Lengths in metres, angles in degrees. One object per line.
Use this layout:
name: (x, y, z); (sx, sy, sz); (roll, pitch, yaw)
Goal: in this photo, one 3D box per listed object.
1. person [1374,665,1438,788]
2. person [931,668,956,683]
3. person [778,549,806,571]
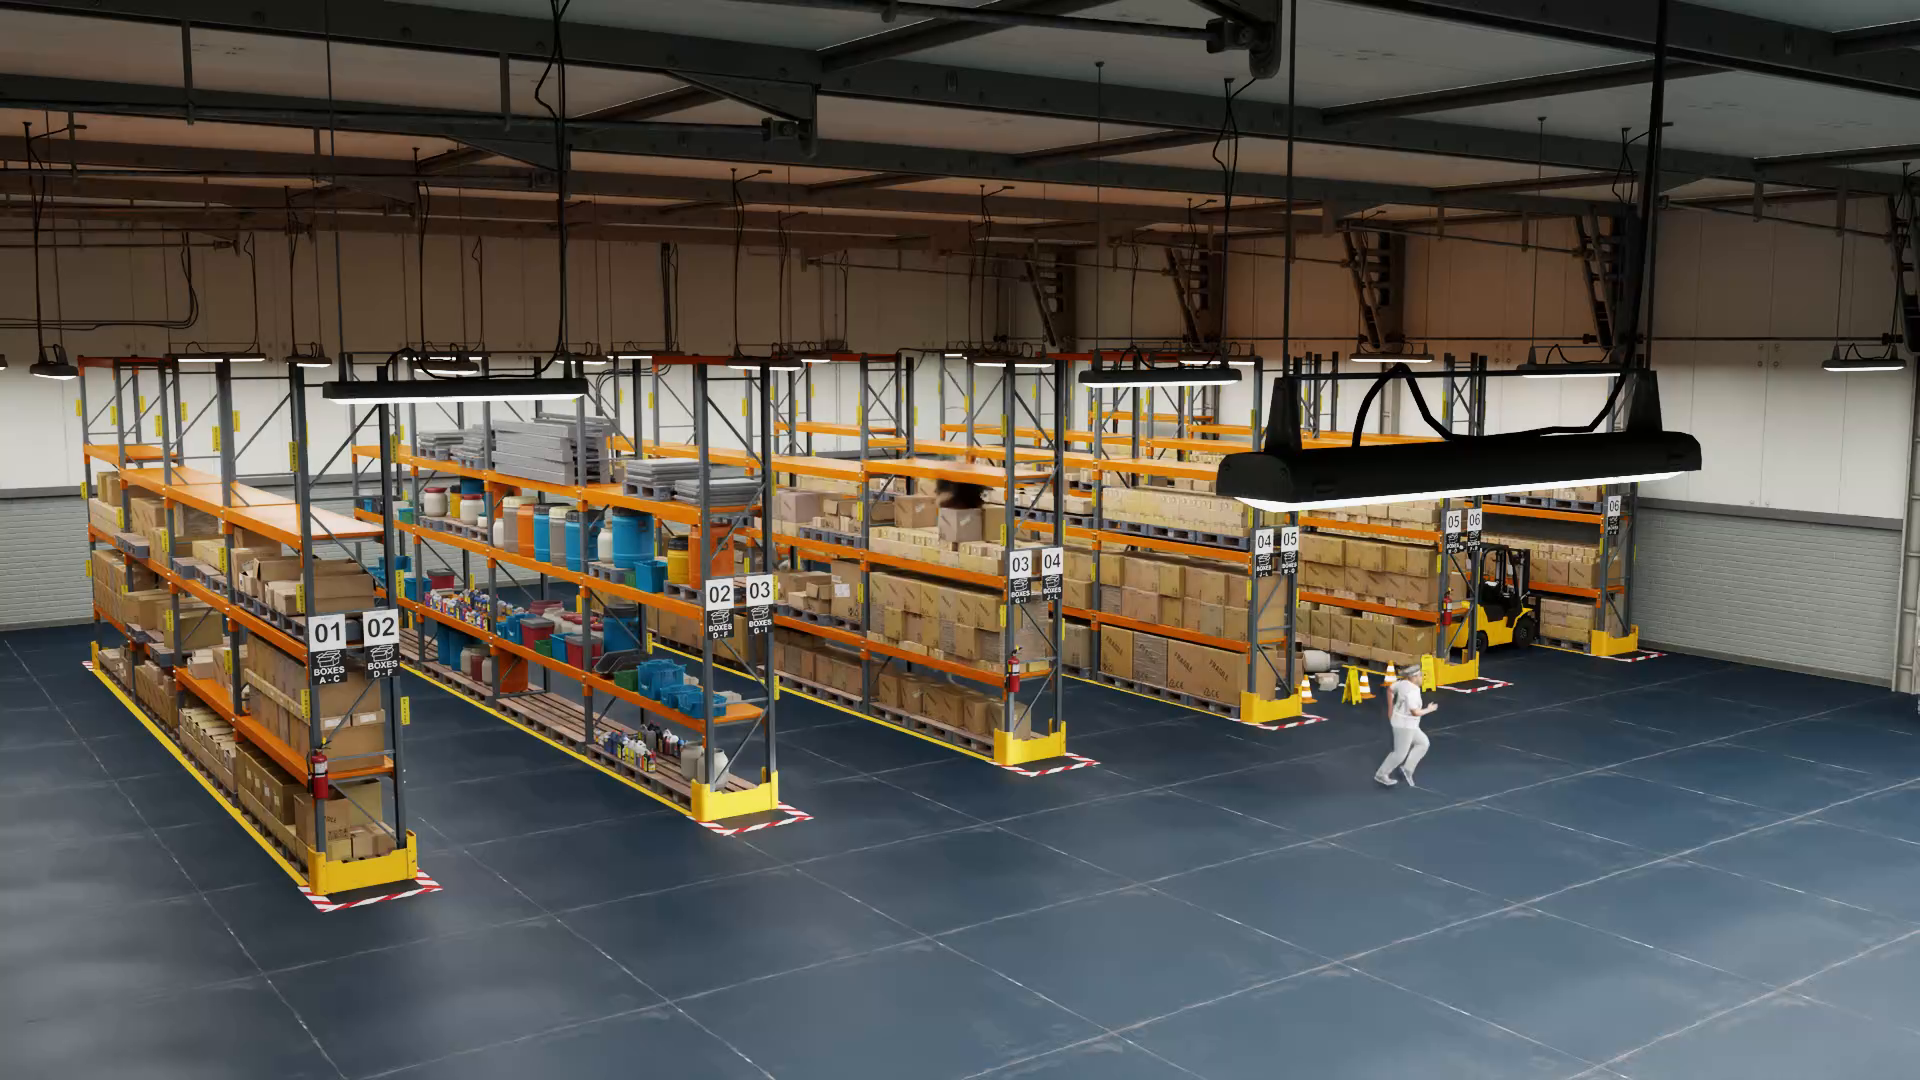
person: (6.287, 2.625, 23.430); (0.834, 1.780, 0.693); (1, 7, 7)
person: (-0.249, 1.819, 30.591); (0.582, 1.665, 0.517); (-7, 10, -44)
person: (-3.612, 1.023, 36.559); (0.664, 1.739, 0.603); (-6, 9, -40)
